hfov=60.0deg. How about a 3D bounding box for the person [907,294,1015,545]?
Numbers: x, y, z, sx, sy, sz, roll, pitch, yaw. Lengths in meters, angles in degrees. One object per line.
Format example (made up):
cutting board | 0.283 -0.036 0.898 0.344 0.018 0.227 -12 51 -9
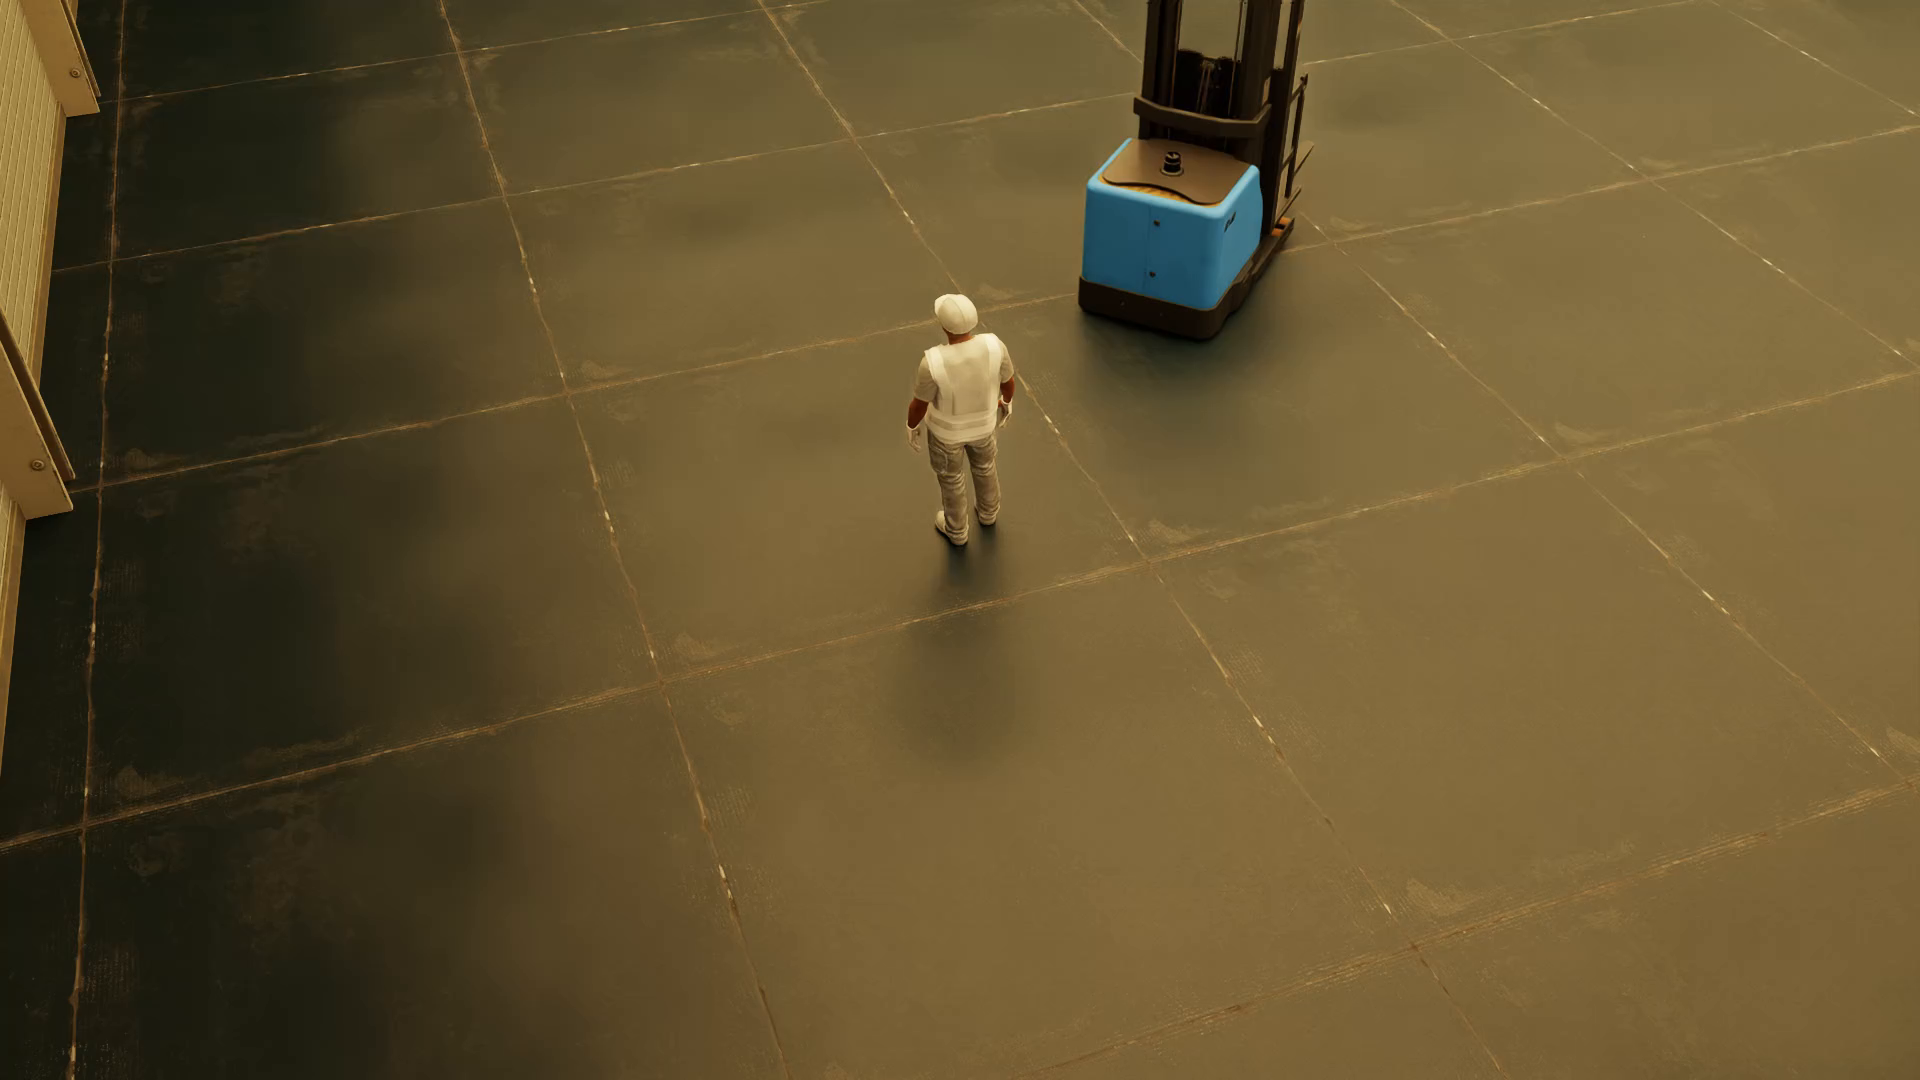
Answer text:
person | -0.018 -0.734 9.752 0.656 1.784 0.575 -13 42 -15

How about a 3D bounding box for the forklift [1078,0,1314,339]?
forklift | 1.979 -3.500 12.165 1.130 2.935 3.031 18 43 20
